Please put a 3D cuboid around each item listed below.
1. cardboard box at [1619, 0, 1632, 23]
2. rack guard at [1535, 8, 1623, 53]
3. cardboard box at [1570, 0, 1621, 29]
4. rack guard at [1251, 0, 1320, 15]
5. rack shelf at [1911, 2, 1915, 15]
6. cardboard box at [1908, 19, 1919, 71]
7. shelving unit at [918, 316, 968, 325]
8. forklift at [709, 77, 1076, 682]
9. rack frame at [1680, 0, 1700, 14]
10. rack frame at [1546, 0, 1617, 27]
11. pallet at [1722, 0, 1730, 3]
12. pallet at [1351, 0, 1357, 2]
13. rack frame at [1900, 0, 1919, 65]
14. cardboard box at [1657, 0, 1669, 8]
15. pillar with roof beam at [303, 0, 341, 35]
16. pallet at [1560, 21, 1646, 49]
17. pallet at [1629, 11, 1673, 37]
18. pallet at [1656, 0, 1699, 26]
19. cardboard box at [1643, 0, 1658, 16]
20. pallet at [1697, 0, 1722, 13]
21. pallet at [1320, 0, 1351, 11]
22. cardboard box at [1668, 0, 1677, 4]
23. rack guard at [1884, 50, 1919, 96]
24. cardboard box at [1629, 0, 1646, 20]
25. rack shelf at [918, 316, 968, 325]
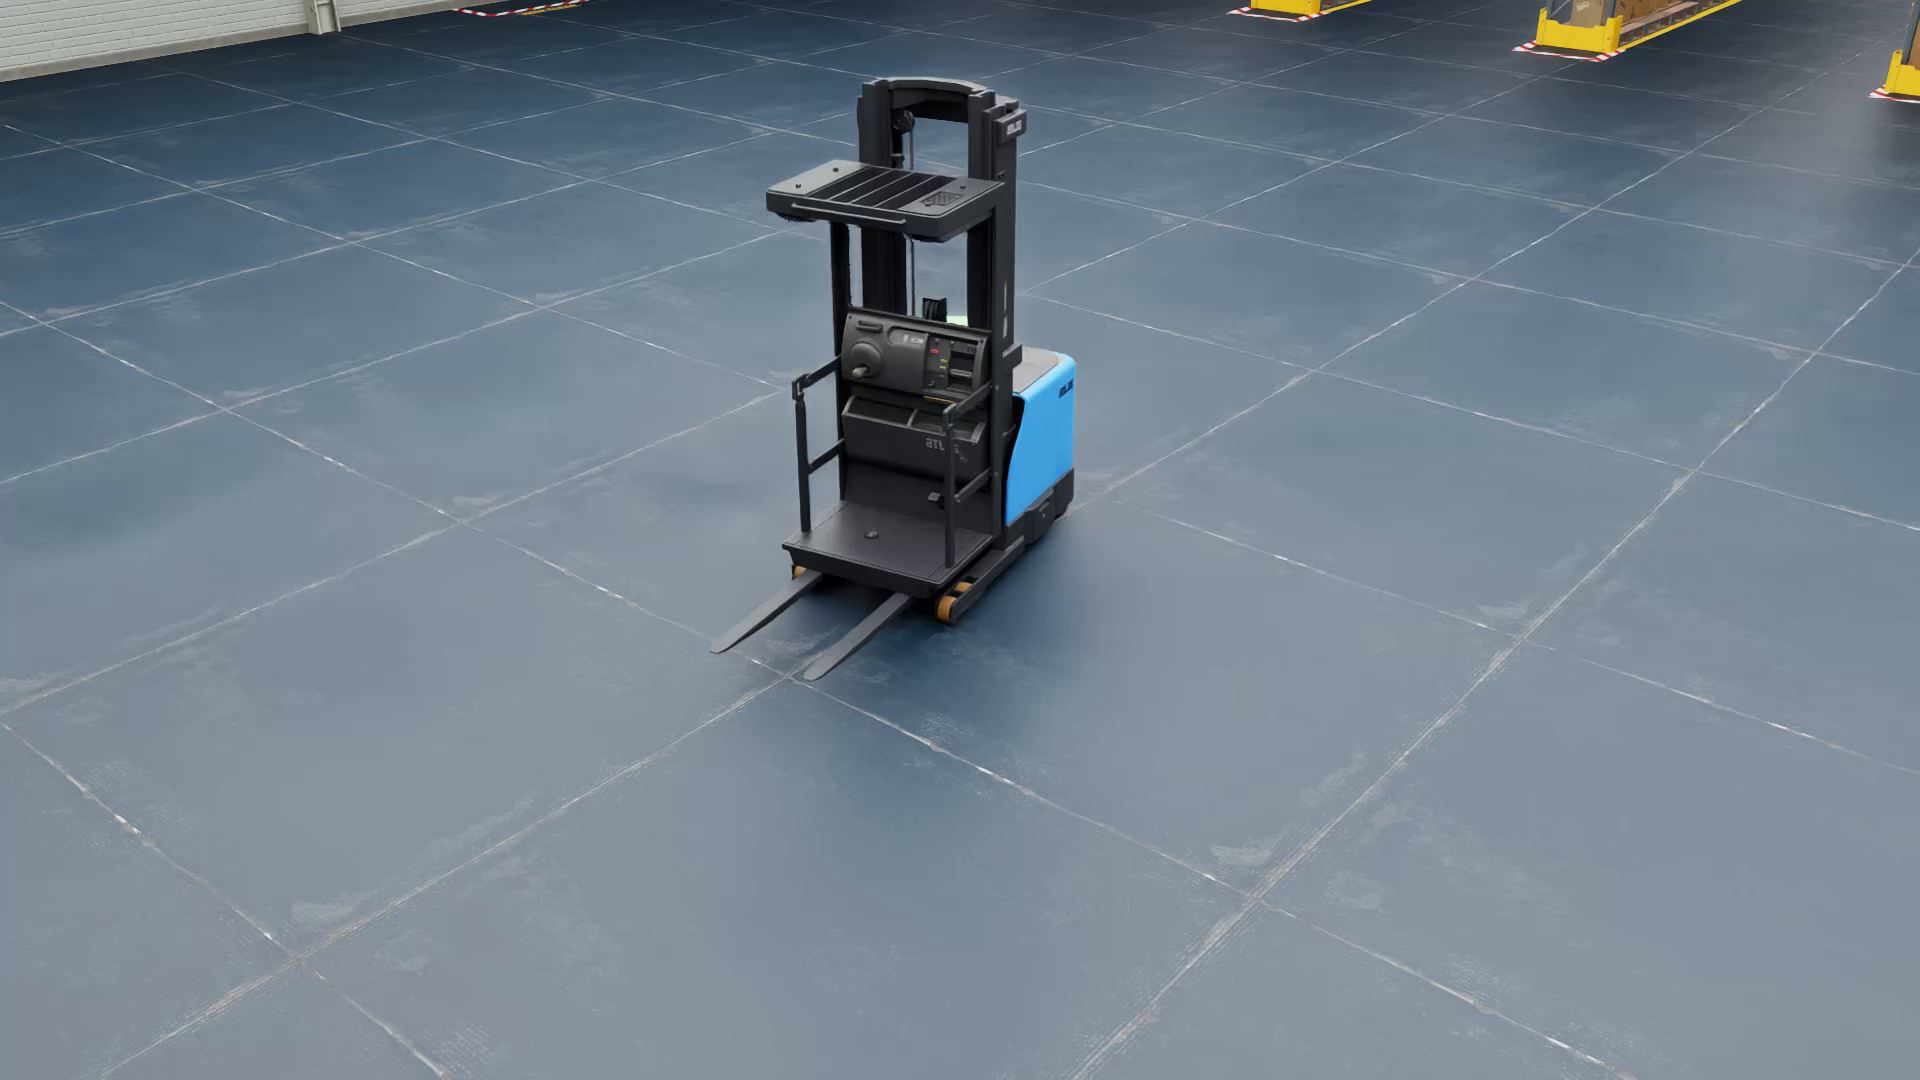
[{"bbox_3d":[10.046,-8.293,25.780,0.500,0.500,0.500,-18,32,-31],"label":"cardboard box"},{"bbox_3d":[9.330,-7.695,25.081,1.175,0.500,0.348,21,34,34],"label":"rack guard"},{"bbox_3d":[9.692,-8.071,25.351,0.500,0.500,0.500,-21,34,-35],"label":"cardboard box"},{"bbox_3d":[5.472,-9.157,27.906,1.175,0.500,0.348,21,34,34],"label":"rack guard"},{"bbox_3d":[14.317,-7.683,23.119,1.077,0.370,4.000,21,34,34],"label":"rack shelf"},{"bbox_3d":[13.425,-6.796,22.477,0.875,0.875,0.875,21,34,35],"label":"cardboard box"},{"bbox_3d":[-0.127,-1.046,11.465,0.503,1.200,0.258,0,27,0],"label":"shelving unit"},{"bbox_3d":[-0.373,-1.042,9.574,1.130,2.935,3.031,14,30,24],"label":"forklift"},{"bbox_3d":[11.826,-10.197,27.196,1.000,3.000,0.127,21,34,34],"label":"rack frame"},{"bbox_3d":[9.282,-8.779,24.455,1.000,3.000,0.127,21,34,34],"label":"rack frame"},{"bbox_3d":[13.096,-9.669,29.211,1.003,0.211,1.213,21,34,34],"label":"pallet"},{"bbox_3d":[6.769,-9.745,29.358,1.003,0.211,1.213,21,34,34],"label":"pallet"},{"bbox_3d":[13.045,-7.293,21.583,1.000,3.000,0.127,21,34,34],"label":"rack frame"},{"bbox_3d":[11.183,-8.938,27.026,0.500,0.500,0.500,-16,31,-28],"label":"cardboard box"},{"bbox_3d":[-6.718,-10.774,21.784,9.100,9.000,0.400,21,34,34],"label":"pillar with roof beam"},{"bbox_3d":[9.874,-7.845,25.684,1.003,0.211,1.213,21,34,34],"label":"pallet"},{"bbox_3d":[10.651,-8.275,26.517,1.003,0.211,1.213,21,34,34],"label":"pallet"},{"bbox_3d":[11.426,-8.710,27.357,1.003,0.211,1.213,21,34,34],"label":"pallet"},{"bbox_3d":[10.848,-8.695,26.556,0.500,0.500,0.500,17,32,30],"label":"cardboard box"},{"bbox_3d":[12.320,-9.235,28.371,1.003,0.211,1.213,21,34,34],"label":"pallet"},{"bbox_3d":[5.993,-9.315,28.526,1.003,0.211,1.213,21,34,34],"label":"pallet"},{"bbox_3d":[11.541,-9.143,27.422,0.500,0.500,0.500,20,33,33],"label":"cardboard box"},{"bbox_3d":[13.030,-6.174,22.141,1.175,0.500,0.348,21,34,34],"label":"rack guard"},{"bbox_3d":[10.459,-8.510,26.199,0.500,0.500,0.500,25,36,39],"label":"cardboard box"},{"bbox_3d":[-0.127,-1.415,11.274,0.480,0.148,0.258,0,27,0],"label":"rack shelf"}]
